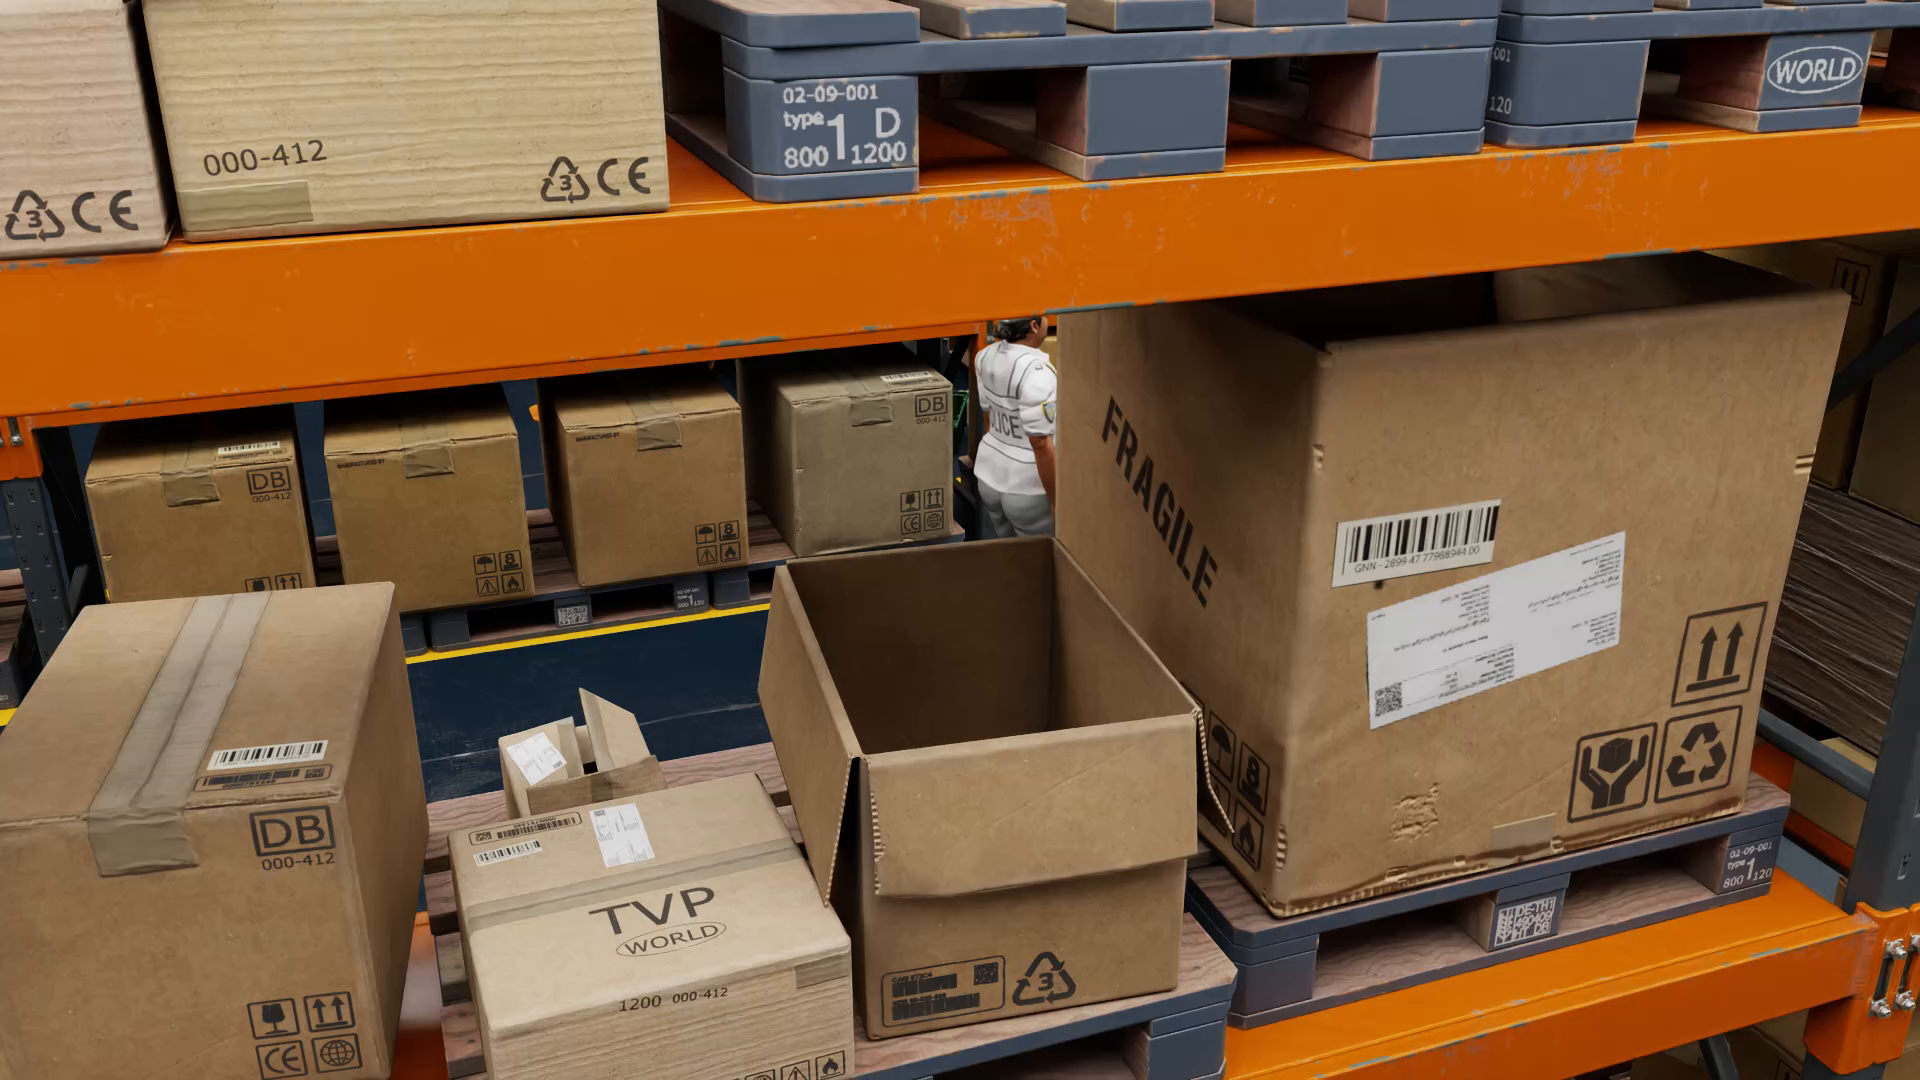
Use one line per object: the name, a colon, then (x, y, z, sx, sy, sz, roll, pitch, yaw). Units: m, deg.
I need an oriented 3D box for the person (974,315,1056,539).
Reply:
person: (0.269, -0.180, 6.637, 0.386, 1.726, 0.495, -12, 26, -27)
